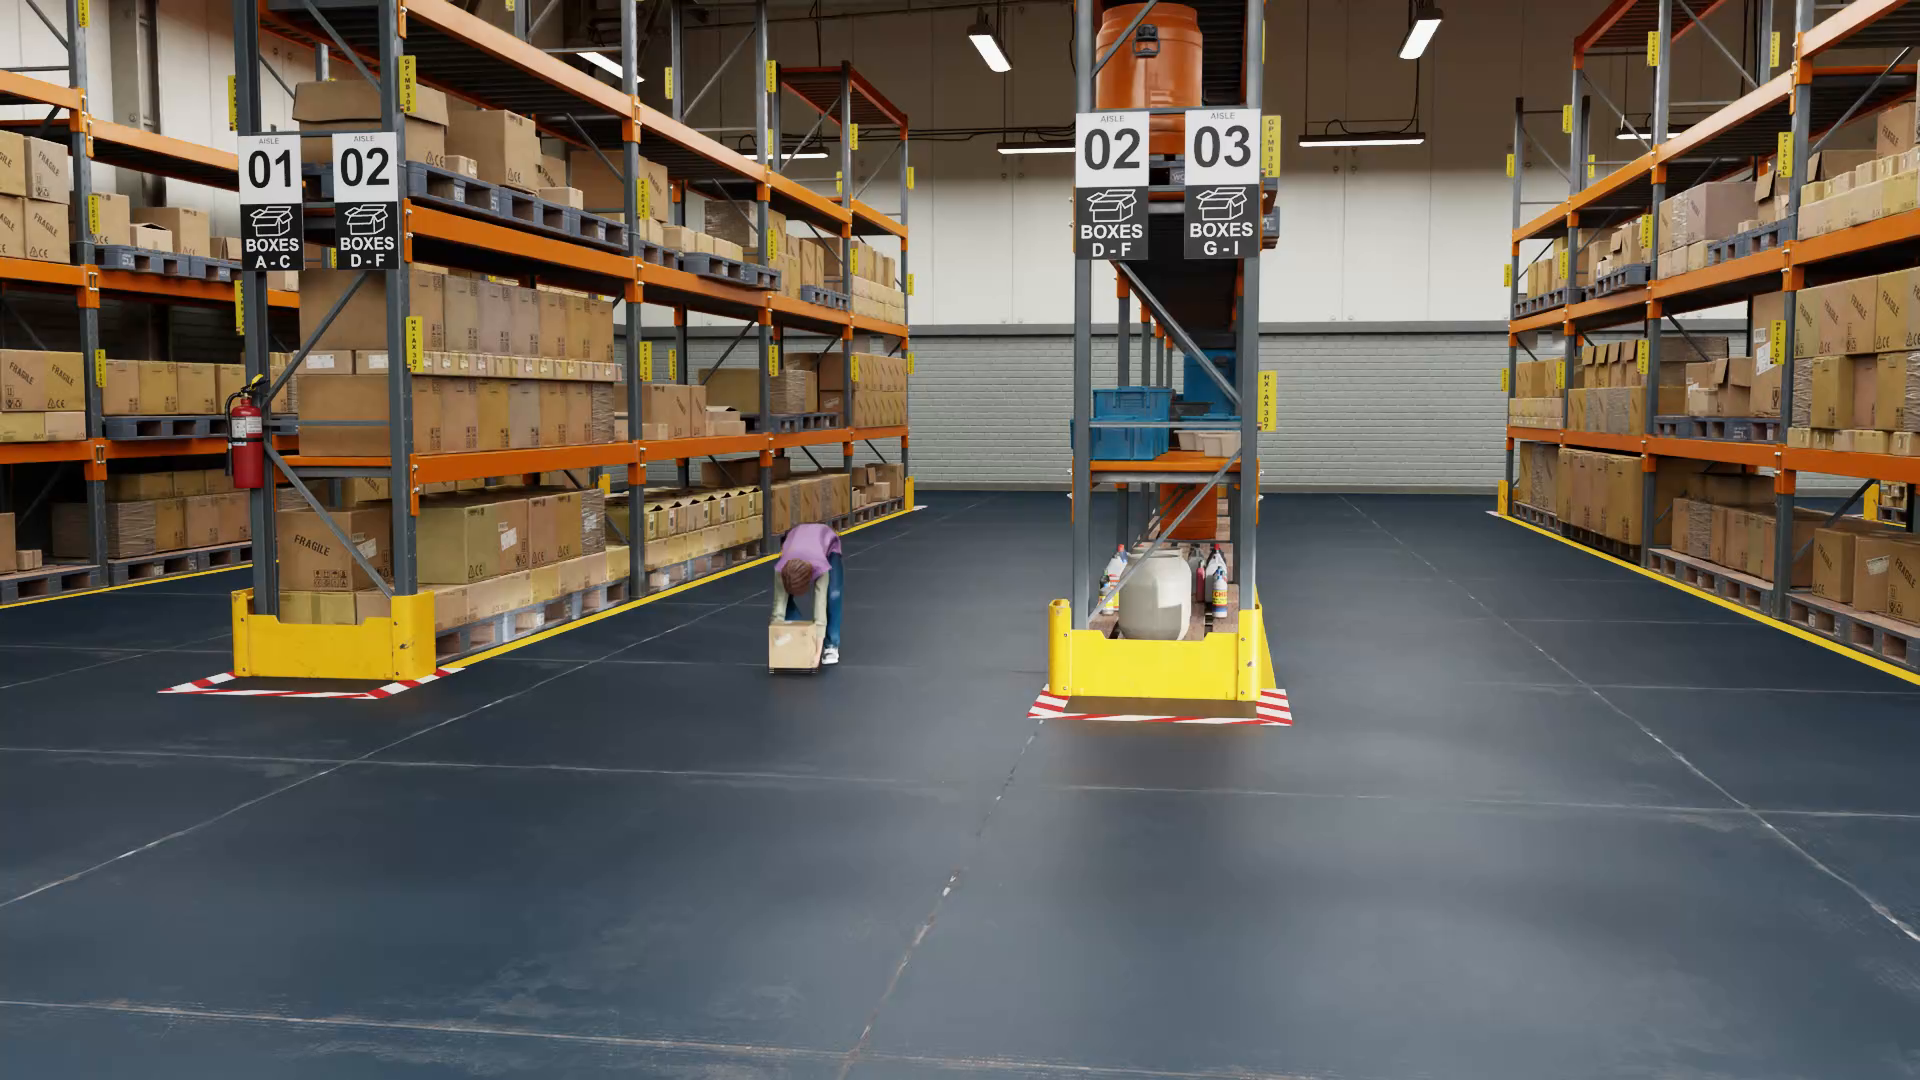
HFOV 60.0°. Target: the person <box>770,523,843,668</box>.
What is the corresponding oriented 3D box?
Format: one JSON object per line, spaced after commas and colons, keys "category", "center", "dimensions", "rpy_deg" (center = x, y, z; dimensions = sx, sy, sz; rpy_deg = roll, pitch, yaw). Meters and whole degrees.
{"category": "person", "center": [-0.945, 0.348, 10.301], "dimensions": [0.424, 0.873, 0.853], "rpy_deg": [0, 5, 6]}
